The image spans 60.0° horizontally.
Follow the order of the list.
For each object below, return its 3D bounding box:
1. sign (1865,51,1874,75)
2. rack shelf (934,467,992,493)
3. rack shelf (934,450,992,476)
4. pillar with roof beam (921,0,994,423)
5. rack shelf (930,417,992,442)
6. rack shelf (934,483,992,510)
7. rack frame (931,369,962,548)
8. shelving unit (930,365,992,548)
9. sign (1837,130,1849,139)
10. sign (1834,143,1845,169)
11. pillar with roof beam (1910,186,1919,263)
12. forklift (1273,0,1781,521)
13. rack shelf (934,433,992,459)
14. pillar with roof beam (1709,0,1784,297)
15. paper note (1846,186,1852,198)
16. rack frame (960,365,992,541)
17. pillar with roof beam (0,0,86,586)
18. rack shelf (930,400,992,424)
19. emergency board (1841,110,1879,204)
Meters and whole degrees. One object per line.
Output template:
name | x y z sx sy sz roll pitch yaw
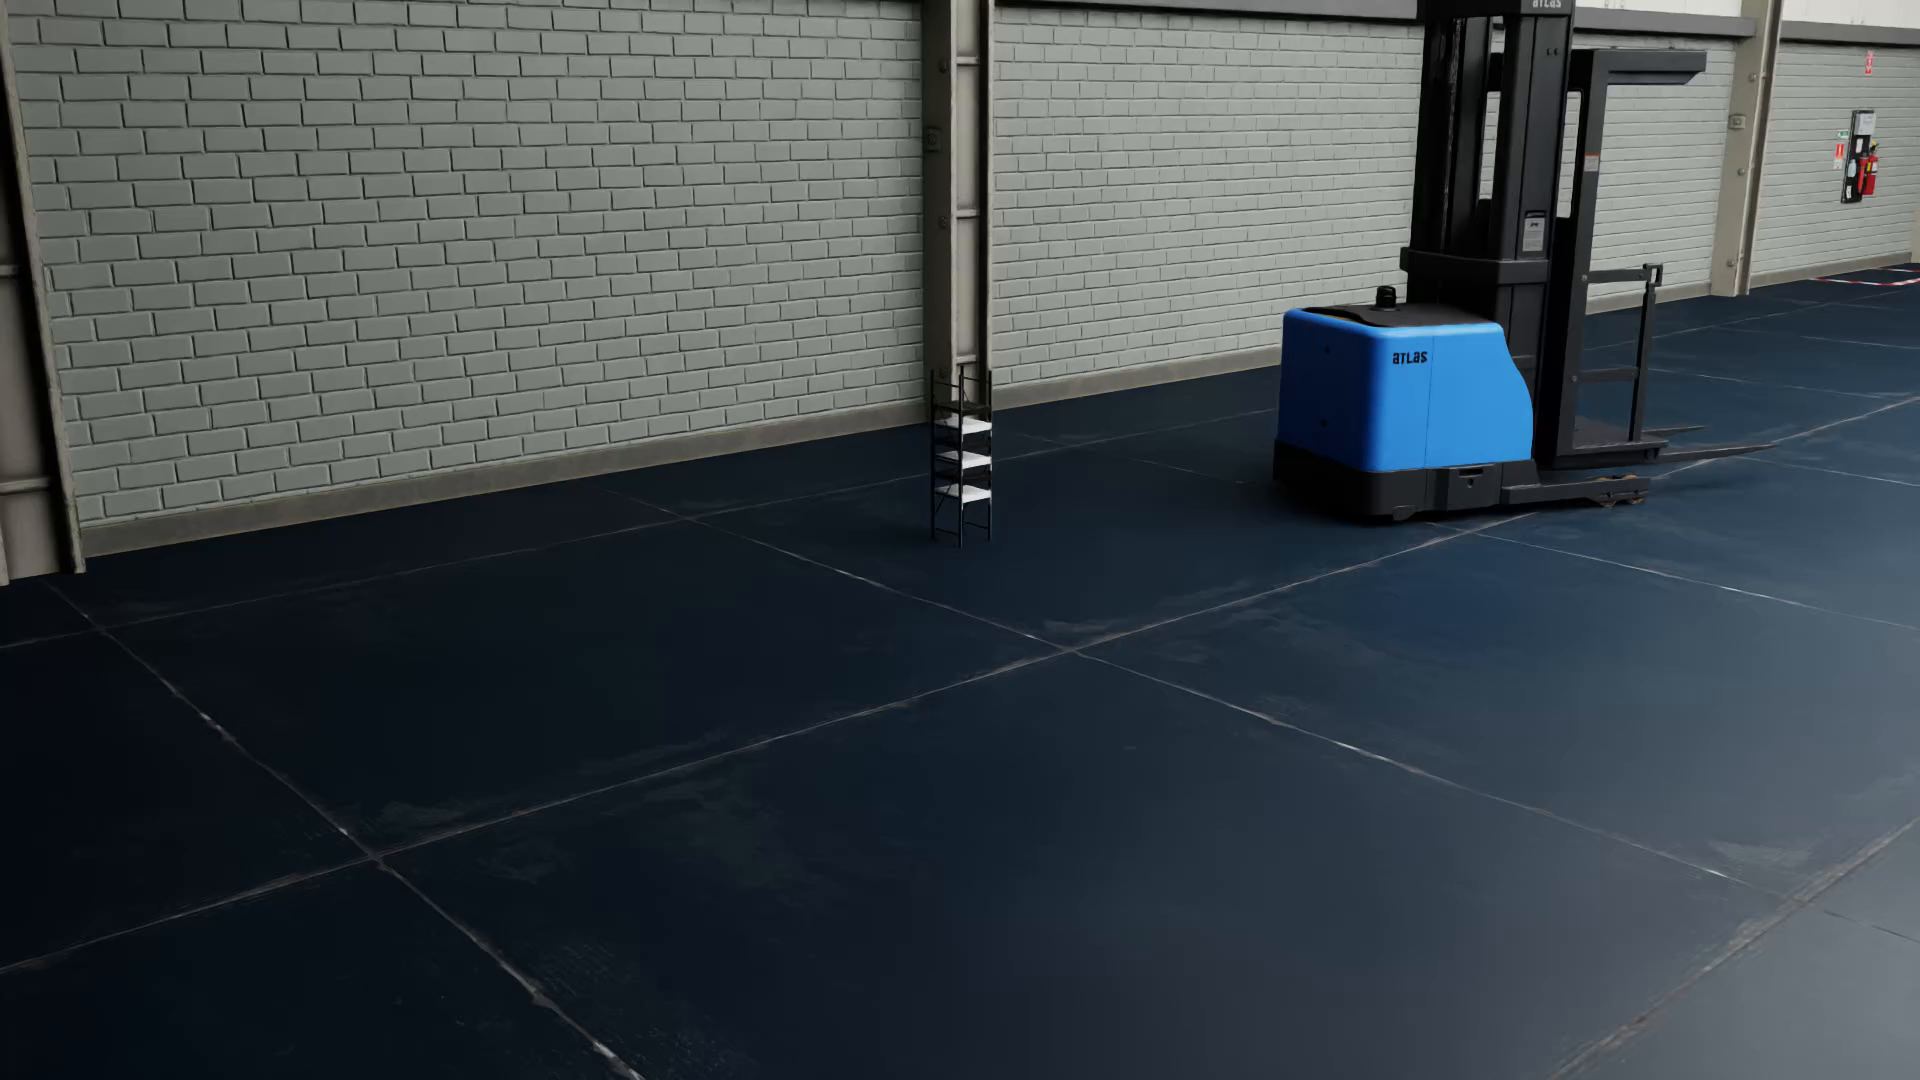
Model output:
sign | 11.604 -6.082 21.215 0.199 0.298 0.001 -13 19 -39
rack shelf | 0.006 -0.317 8.671 0.200 0.077 0.258 -13 20 -39
rack shelf | 0.006 -0.404 8.648 0.200 0.077 0.258 -13 20 -39
pillar with roof beam | 2.812 -4.366 7.659 0.400 9.000 9.100 -13 19 -39
rack shelf | 0.006 -0.578 8.601 0.200 0.077 0.258 -13 20 -39
rack shelf | 0.006 -0.230 8.694 0.200 0.077 0.258 -13 20 -39
rack frame | -0.071 -0.419 8.575 0.006 0.900 0.240 -13 20 -39
shelving unit | 0.006 -0.436 8.639 0.210 0.900 0.258 -13 20 -39
sign | 11.200 -5.143 21.095 0.331 0.109 0.001 -13 19 -39
sign | 11.191 -4.888 21.167 0.234 0.329 0.001 -13 19 -39
pillar with roof beam | 16.391 -7.416 19.075 0.400 9.000 9.100 -13 19 -39
forklift | 3.423 -1.728 9.540 3.031 2.935 1.130 -5 16 -19
rack shelf | 0.006 -0.491 8.624 0.200 0.077 0.258 -13 20 -39
pillar with roof beam | 11.865 -6.399 15.269 0.400 9.000 9.100 -13 19 -39
paper note | 11.497 -4.502 21.499 0.142 0.148 0.016 -13 19 -39
rack frame | 0.083 -0.453 8.703 0.006 0.900 0.240 -13 20 -39
pillar with roof beam | -1.714 -3.350 3.854 0.400 9.000 9.100 -13 19 -39
rack shelf | 0.006 -0.665 8.578 0.200 0.077 0.258 -13 20 -39
emergency board | 11.676 -4.944 21.447 0.643 1.169 0.194 -13 19 -39
